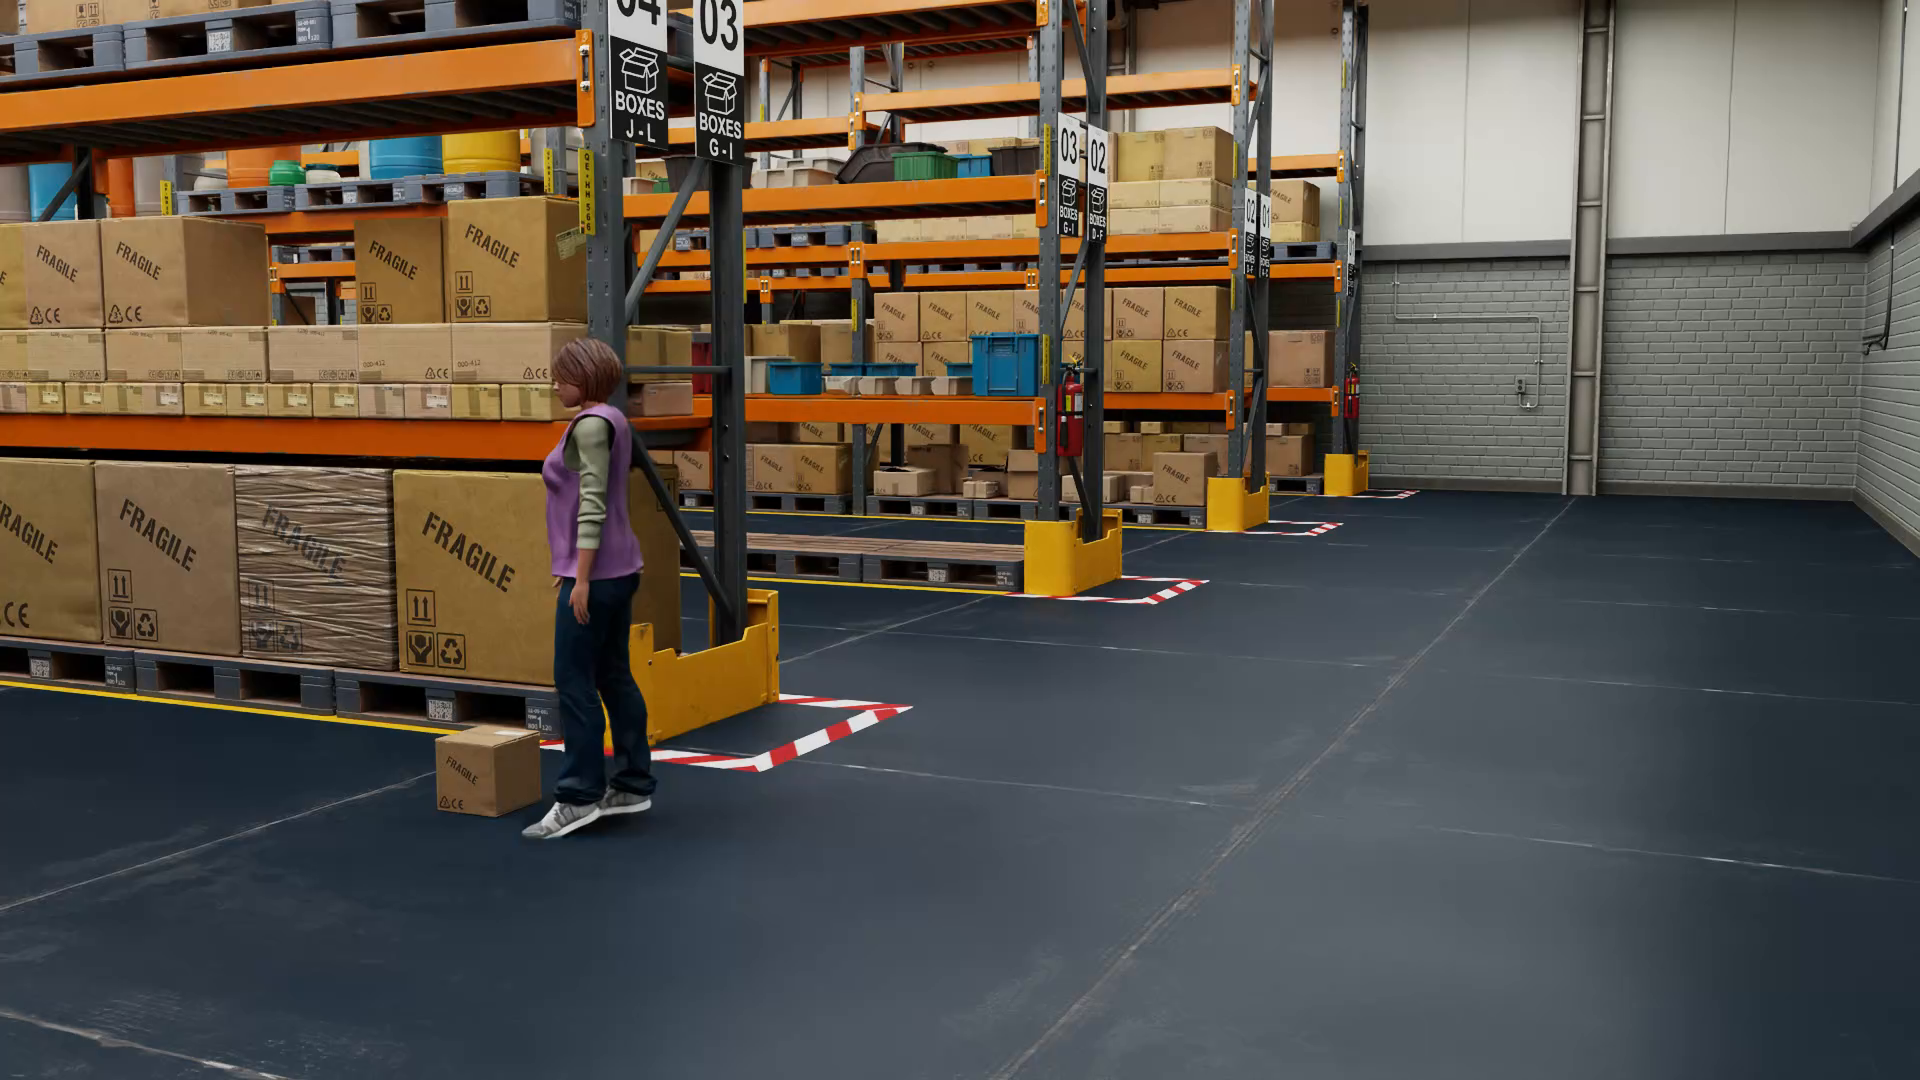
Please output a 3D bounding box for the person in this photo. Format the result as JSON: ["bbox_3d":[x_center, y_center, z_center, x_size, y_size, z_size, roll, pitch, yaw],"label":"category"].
[{"bbox_3d":[-1.220,0.155,5.489,0.414,1.639,0.434,0,6,0],"label":"person"}]
